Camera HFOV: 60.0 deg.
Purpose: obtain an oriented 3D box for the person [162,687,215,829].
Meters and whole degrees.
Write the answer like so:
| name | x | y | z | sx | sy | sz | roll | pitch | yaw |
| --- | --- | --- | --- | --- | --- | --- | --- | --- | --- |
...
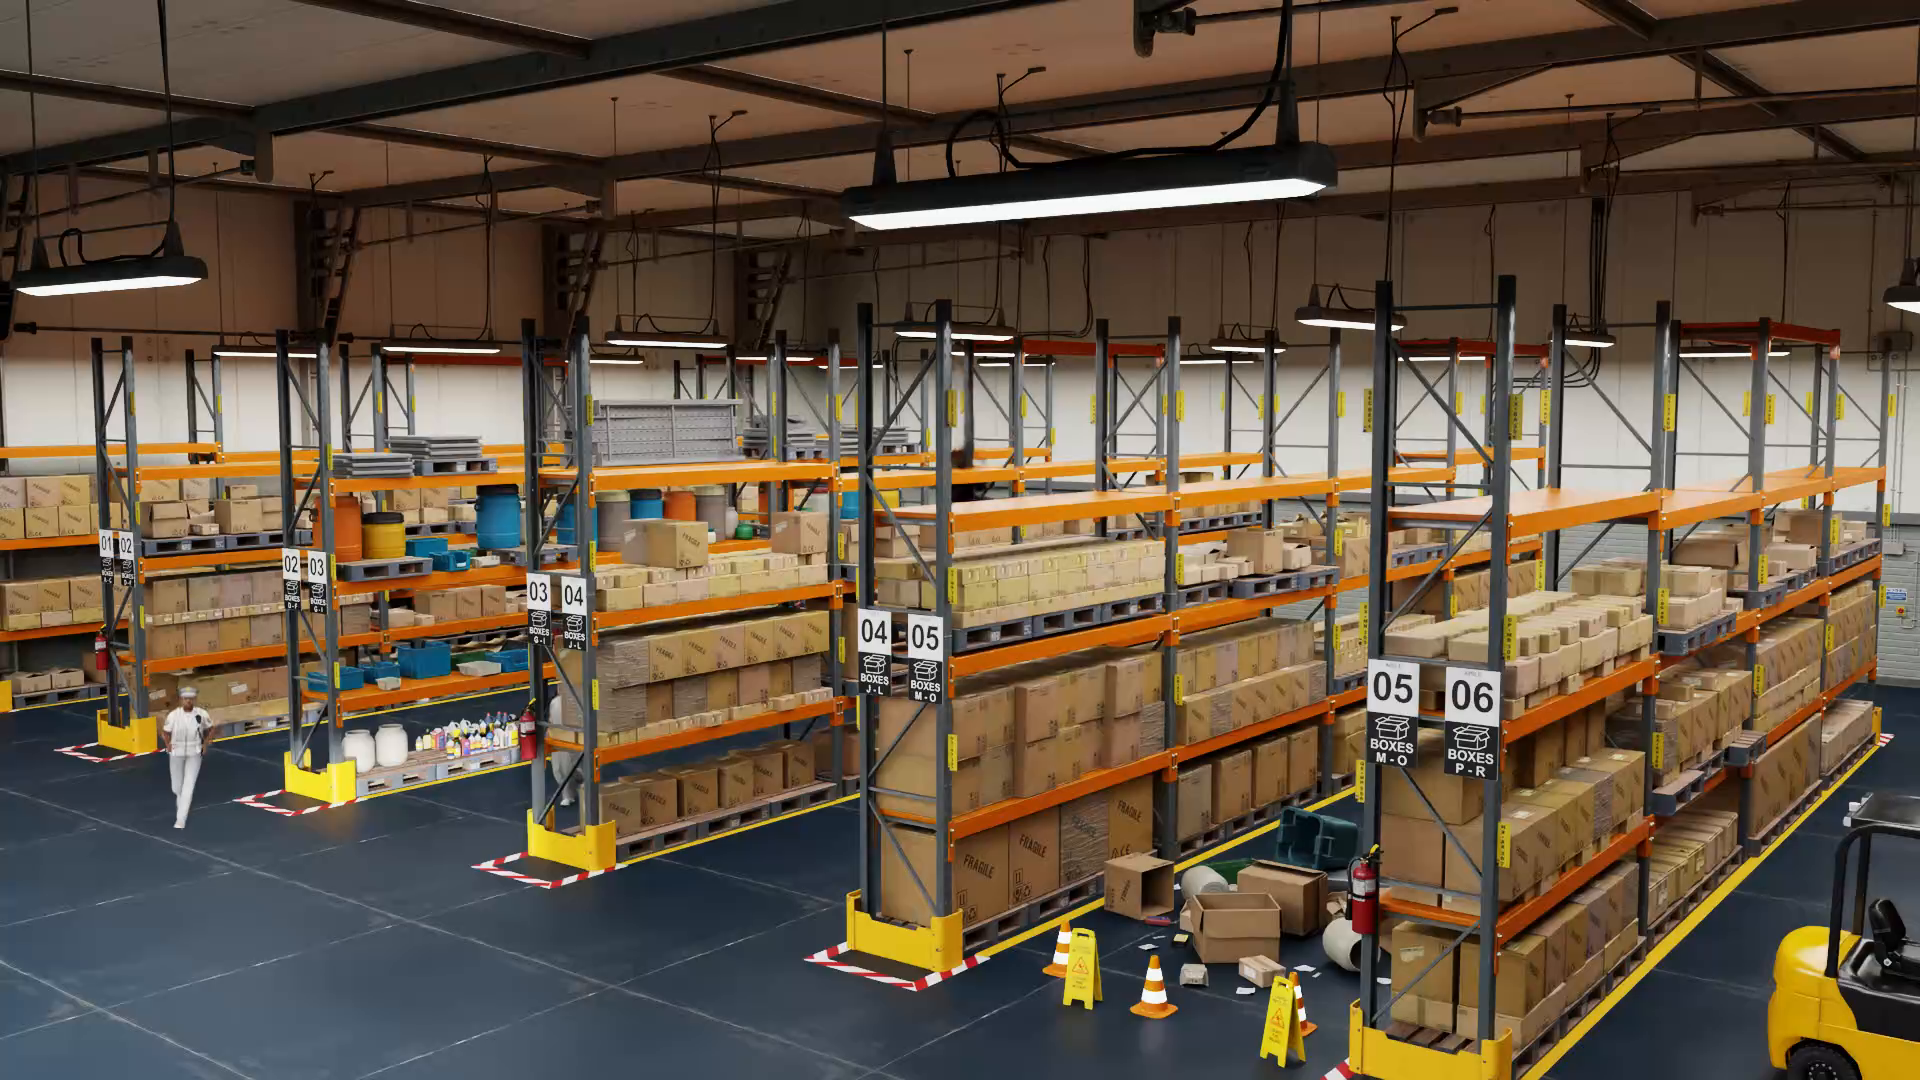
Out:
| name | x | y | z | sx | sy | sz | roll | pitch | yaw |
| --- | --- | --- | --- | --- | --- | --- | --- | --- | --- |
| person | -9.349 | 2.597 | 20.144 | 0.567 | 1.678 | 0.790 | -2 | 5 | -20 |

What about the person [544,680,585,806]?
| name | x | y | z | sx | sy | sz | roll | pitch | yaw |
| --- | --- | --- | --- | --- | --- | --- | --- | --- | --- |
| person | -4.977 | 2.531 | 20.993 | 0.548 | 1.615 | 0.504 | 2 | 5 | 18 |

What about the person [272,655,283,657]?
| name | x | y | z | sx | sy | sz | roll | pitch | yaw |
| --- | --- | --- | --- | --- | --- | --- | --- | --- | --- |
| person | -11.541 | 1.848 | 28.458 | 0.702 | 1.740 | 0.706 | 3 | 6 | 27 |
